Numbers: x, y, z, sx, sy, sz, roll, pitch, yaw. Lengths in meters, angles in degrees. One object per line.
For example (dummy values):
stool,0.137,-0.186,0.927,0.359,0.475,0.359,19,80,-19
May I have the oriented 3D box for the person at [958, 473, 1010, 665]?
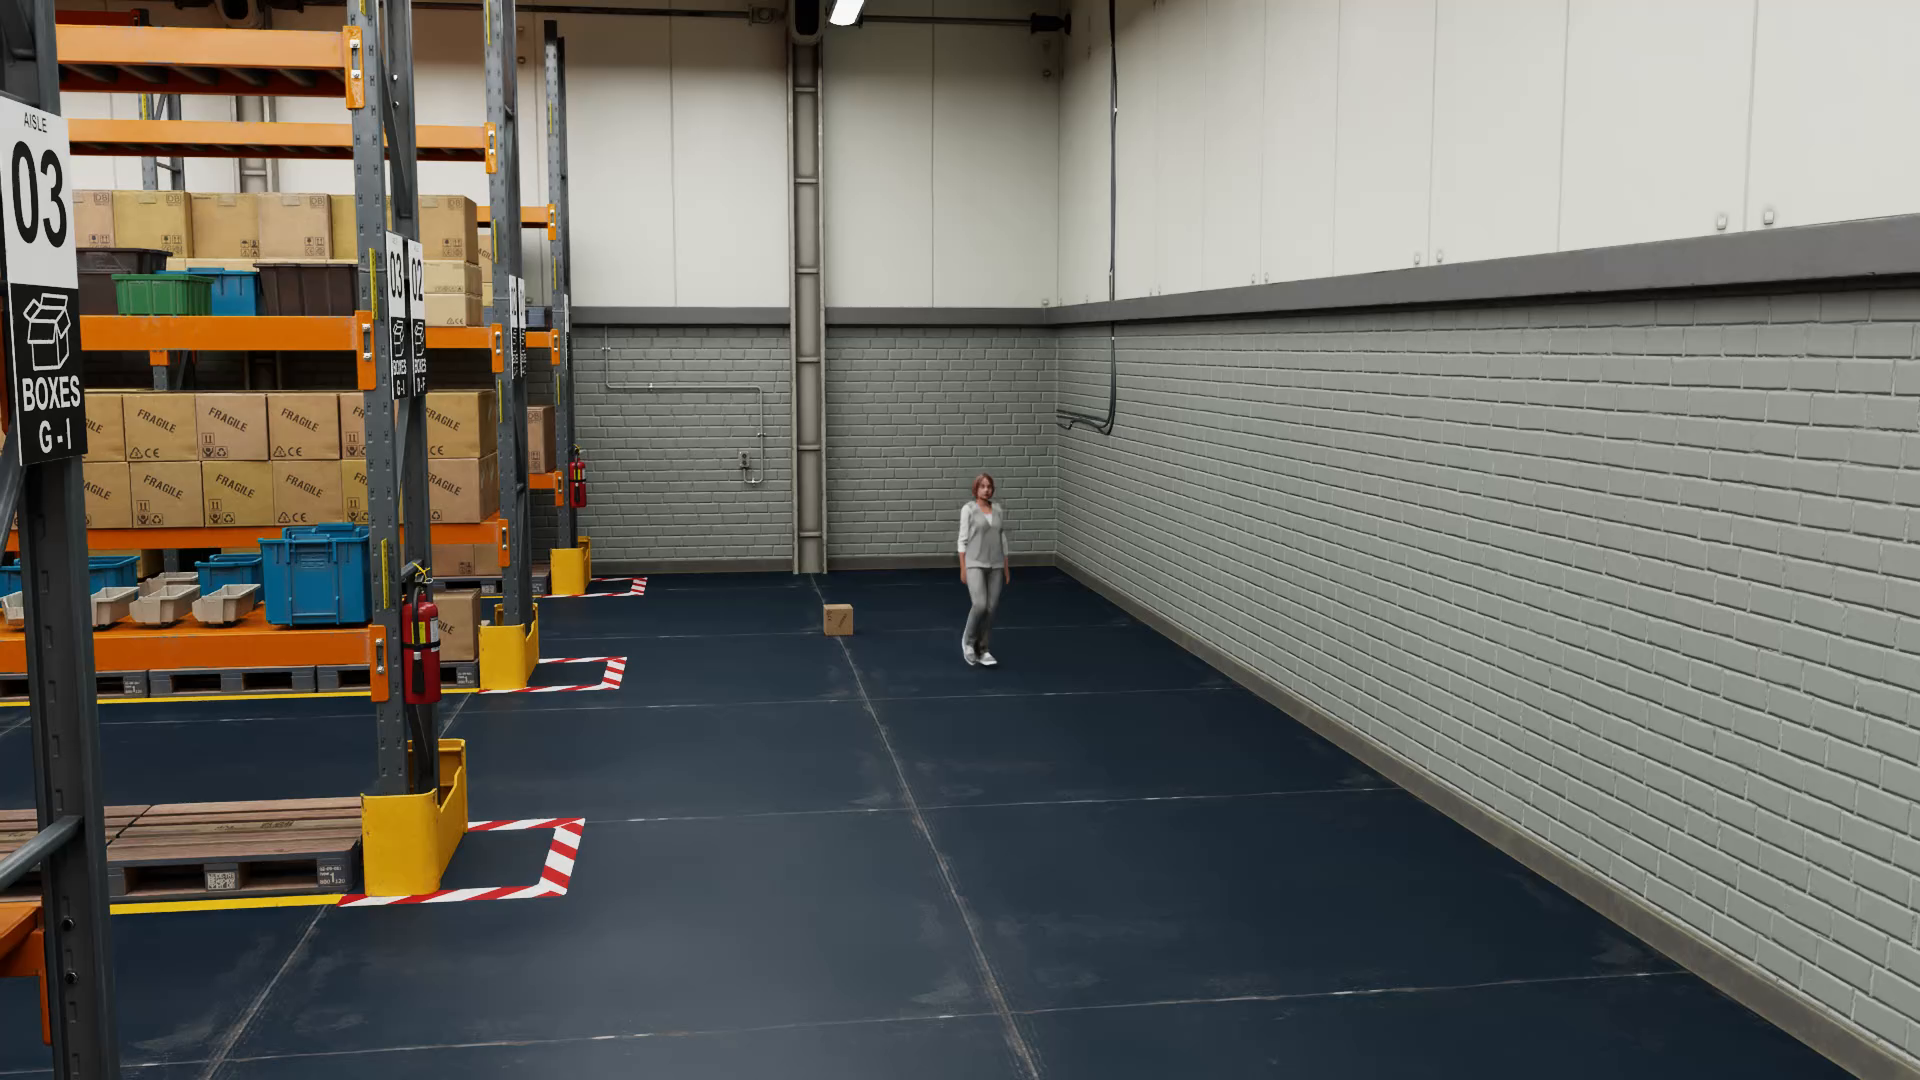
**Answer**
person,0.215,0.246,13.729,0.411,1.589,0.399,-3,7,-26
